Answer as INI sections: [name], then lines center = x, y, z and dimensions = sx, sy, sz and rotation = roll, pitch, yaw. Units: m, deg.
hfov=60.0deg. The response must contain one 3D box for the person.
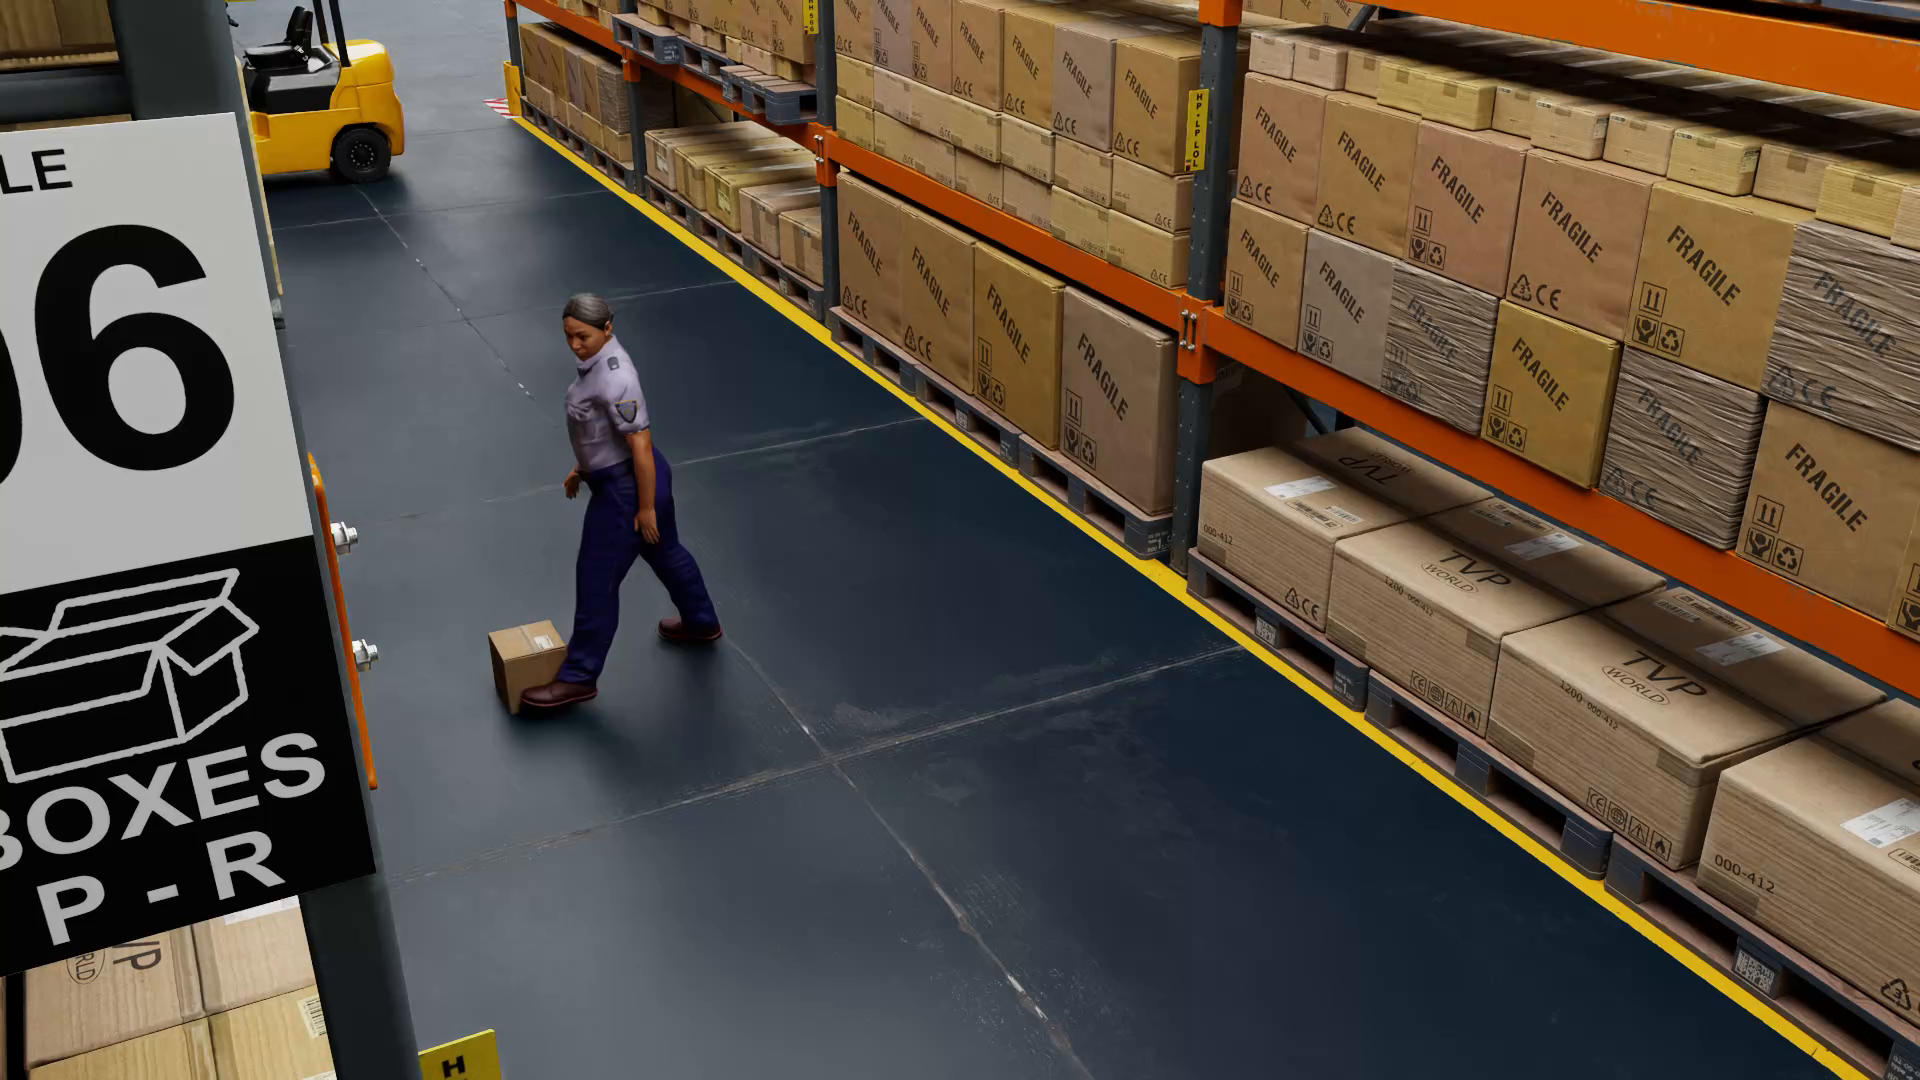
[person]
center = -1.381, -0.198, 6.529
dimensions = 0.810, 1.611, 0.657
rotation = -4, 26, -9
